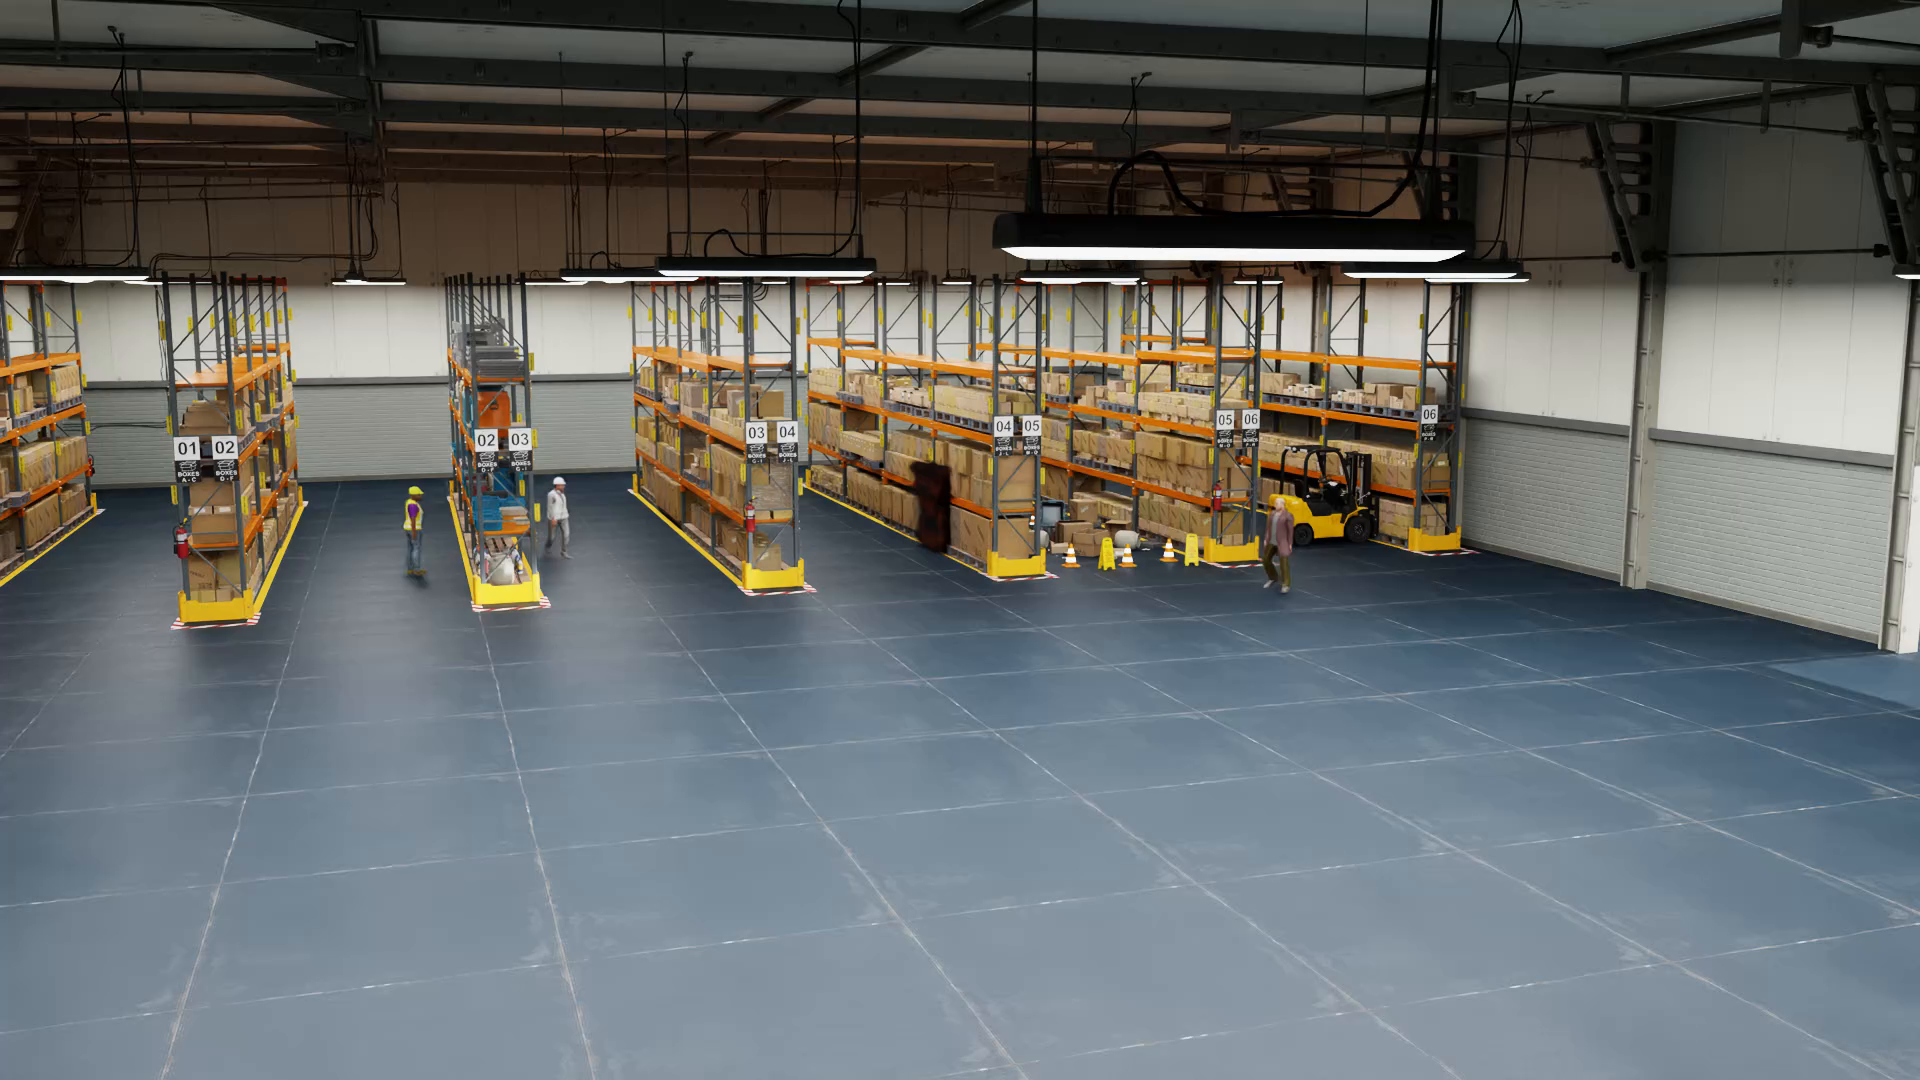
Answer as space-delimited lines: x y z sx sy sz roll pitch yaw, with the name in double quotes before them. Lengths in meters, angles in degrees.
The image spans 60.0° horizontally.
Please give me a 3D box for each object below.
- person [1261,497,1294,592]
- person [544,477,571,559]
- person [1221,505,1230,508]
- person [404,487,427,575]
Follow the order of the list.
"person" 6.052 0.075 31.605 0.633 1.796 0.509 8 12 44
"person" -8.606 -0.473 35.445 0.500 1.733 0.911 -6 10 -34
"person" 6.406 -1.236 40.400 0.455 1.789 0.573 1 9 7
"person" -10.960 -0.197 33.444 0.381 1.767 0.615 -6 11 -36
